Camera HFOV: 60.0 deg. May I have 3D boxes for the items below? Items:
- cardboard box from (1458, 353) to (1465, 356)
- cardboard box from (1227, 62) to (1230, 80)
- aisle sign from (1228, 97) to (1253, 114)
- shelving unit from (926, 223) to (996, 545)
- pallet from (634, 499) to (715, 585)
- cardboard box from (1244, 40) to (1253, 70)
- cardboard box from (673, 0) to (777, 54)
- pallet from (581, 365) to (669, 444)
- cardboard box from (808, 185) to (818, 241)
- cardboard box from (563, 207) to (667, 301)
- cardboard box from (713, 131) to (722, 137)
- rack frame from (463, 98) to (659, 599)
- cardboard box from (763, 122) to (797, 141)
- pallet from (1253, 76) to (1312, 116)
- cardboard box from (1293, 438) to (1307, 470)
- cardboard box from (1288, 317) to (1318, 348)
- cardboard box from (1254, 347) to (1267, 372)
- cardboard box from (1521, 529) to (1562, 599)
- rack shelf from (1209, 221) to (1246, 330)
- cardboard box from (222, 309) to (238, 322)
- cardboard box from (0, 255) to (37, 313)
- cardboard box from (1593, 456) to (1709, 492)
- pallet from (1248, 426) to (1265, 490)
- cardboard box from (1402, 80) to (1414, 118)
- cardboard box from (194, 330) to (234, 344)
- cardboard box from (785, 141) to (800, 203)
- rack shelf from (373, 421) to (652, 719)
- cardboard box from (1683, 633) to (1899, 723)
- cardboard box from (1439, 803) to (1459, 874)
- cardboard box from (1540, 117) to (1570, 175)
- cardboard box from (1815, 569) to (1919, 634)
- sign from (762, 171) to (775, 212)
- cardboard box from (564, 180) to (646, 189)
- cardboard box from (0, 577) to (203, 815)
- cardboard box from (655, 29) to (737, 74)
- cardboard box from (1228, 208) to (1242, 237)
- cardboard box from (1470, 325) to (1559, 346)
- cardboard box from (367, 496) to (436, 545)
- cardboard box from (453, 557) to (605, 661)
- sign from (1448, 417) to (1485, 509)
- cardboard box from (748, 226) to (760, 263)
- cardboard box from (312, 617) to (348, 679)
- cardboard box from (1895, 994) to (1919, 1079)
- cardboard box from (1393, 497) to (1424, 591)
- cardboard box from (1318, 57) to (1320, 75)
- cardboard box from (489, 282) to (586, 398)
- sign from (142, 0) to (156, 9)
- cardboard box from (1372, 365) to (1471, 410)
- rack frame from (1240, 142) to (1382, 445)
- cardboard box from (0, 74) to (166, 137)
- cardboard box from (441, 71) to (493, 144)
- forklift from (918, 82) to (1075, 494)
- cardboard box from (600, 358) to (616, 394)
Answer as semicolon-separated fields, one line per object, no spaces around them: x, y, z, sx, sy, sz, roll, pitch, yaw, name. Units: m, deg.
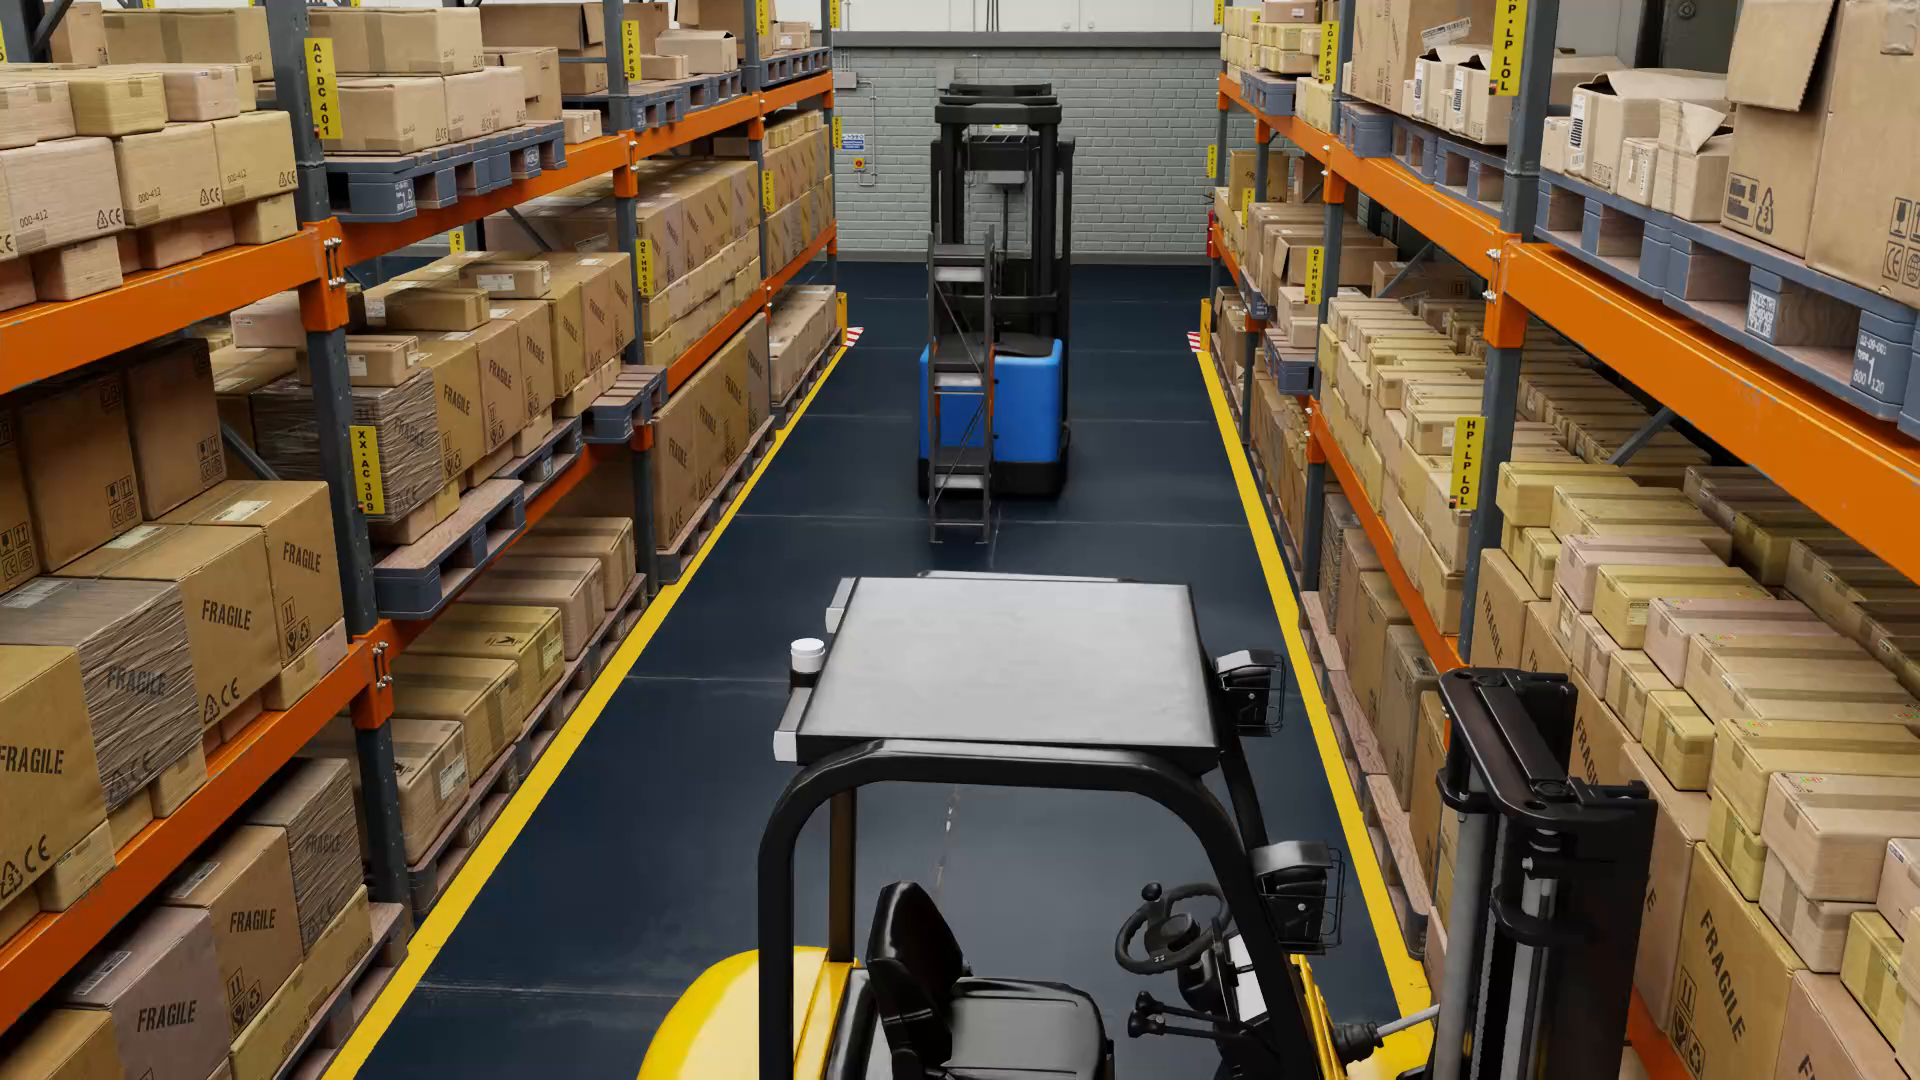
2.770;-0.844;8.618;0.500;0.250;0.500;1;18;4;cardboard box
2.731;-4.442;15.749;0.380;0.149;0.250;2;18;5;cardboard box
2.846;-4.730;16.865;0.394;0.787;0.004;1;18;4;aisle sign
0.012;-1.049;11.253;0.431;2.100;0.503;1;18;4;shelving unit
-2.259;-0.010;11.113;1.003;0.211;1.213;1;18;4;pallet
2.659;-4.037;13.871;0.500;0.250;0.500;1;18;2;cardboard box
-2.039;-4.475;14.445;0.797;0.503;0.637;3;18;8;cardboard box
-2.336;-0.777;9.284;1.213;0.211;1.003;1;18;4;pallet
-1.666;-3.152;16.066;0.500;0.500;0.500;2;18;6;cardboard box
-2.111;-1.762;10.216;0.500;0.500;0.500;1;18;2;cardboard box
-2.245;-3.424;14.248;0.380;0.149;0.250;1;18;4;cardboard box
-2.391;-1.092;9.937;1.000;3.000;0.127;1;18;4;rack frame
-1.695;-3.730;15.180;0.380;0.149;0.250;1;18;4;cardboard box
2.659;-3.037;11.359;1.213;0.211;1.003;1;18;4;pallet
2.332;-0.546;10.571;0.380;0.149;0.250;0;18;1;cardboard box
2.225;-1.275;10.225;0.380;0.149;0.250;2;18;5;cardboard box
2.556;-1.439;13.295;0.380;0.149;0.250;2;18;7;cardboard box
1.971;0.078;5.165;0.380;0.149;0.250;2;18;5;cardboard box
2.991;-2.503;15.401;1.077;0.370;4.000;1;18;4;rack shelf
-7.135;-2.138;16.080;0.380;0.149;0.250;1;18;4;cardboard box
-2.587;-0.652;4.183;0.380;0.149;0.250;2;18;5;cardboard box
2.513;-0.200;6.013;0.380;0.149;0.250;1;18;3;cardboard box
2.827;-0.646;13.054;1.003;0.211;1.213;1;18;4;pallet
2.105;-1.881;7.096;0.380;0.149;0.250;1;18;3;cardboard box
-6.769;-1.807;15.068;0.380;0.149;0.250;1;18;3;cardboard box
-1.738;-3.315;14.955;0.500;0.500;0.500;2;18;5;cardboard box
-2.534;-0.128;8.153;1.077;0.370;4.000;1;18;4;rack shelf
1.941;0.335;3.902;0.380;0.149;0.250;1;18;4;cardboard box
1.926;1.036;5.581;0.500;0.250;0.500;1;18;3;cardboard box
1.939;-1.160;4.897;0.380;0.149;0.250;2;18;5;cardboard box
2.493;0.188;4.352;0.380;0.149;0.250;1;18;3;cardboard box
-1.562;-2.837;13.533;0.100;0.325;0.005;1;18;4;sign
-2.500;-2.251;11.710;0.500;0.500;0.500;1;18;3;cardboard box
-2.524;0.427;4.665;0.500;0.500;0.500;2;18;5;cardboard box
-1.958;-3.638;12.360;0.500;0.311;0.500;1;18;4;cardboard box
2.748;-2.928;15.306;0.500;0.250;0.500;1;18;2;cardboard box
2.804;-0.991;8.429;0.380;0.149;0.250;1;18;3;cardboard box
-2.323;-0.094;6.622;0.380;0.149;0.250;2;18;5;cardboard box
-2.486;0.362;9.046;0.950;0.372;0.625;1;18;3;cardboard box
1.732;-0.261;5.671;0.100;0.325;0.005;1;18;4;sign
-1.893;-2.358;13.239;0.500;0.250;0.500;1;18;4;cardboard box
-2.396;0.377;5.859;0.380;0.149;0.250;1;18;3;cardboard box
1.801;0.874;2.737;0.380;0.149;0.250;2;18;5;cardboard box
2.079;0.013;6.807;0.500;0.250;0.500;1;18;4;cardboard box
2.402;-2.880;10.179;0.380;0.149;0.250;1;18;4;cardboard box
-2.207;-1.015;8.391;0.500;0.500;0.500;0;18;0;cardboard box
-6.495;-4.260;13.326;0.100;0.325;0.005;1;18;4;sign
2.080;-0.688;7.503;0.380;0.149;0.250;1;18;2;cardboard box
2.847;-2.224;13.394;1.000;3.000;0.127;1;18;4;rack frame
-2.420;-1.186;4.531;0.380;0.149;0.250;2;18;6;cardboard box
-2.200;-1.733;6.644;0.500;0.250;0.500;1;18;3;cardboard box
0.341;-2.142;13.254;1.130;2.935;3.031;2;18;5;forklift
-2.100;-0.901;9.083;0.380;0.149;0.250;1;18;3;cardboard box
